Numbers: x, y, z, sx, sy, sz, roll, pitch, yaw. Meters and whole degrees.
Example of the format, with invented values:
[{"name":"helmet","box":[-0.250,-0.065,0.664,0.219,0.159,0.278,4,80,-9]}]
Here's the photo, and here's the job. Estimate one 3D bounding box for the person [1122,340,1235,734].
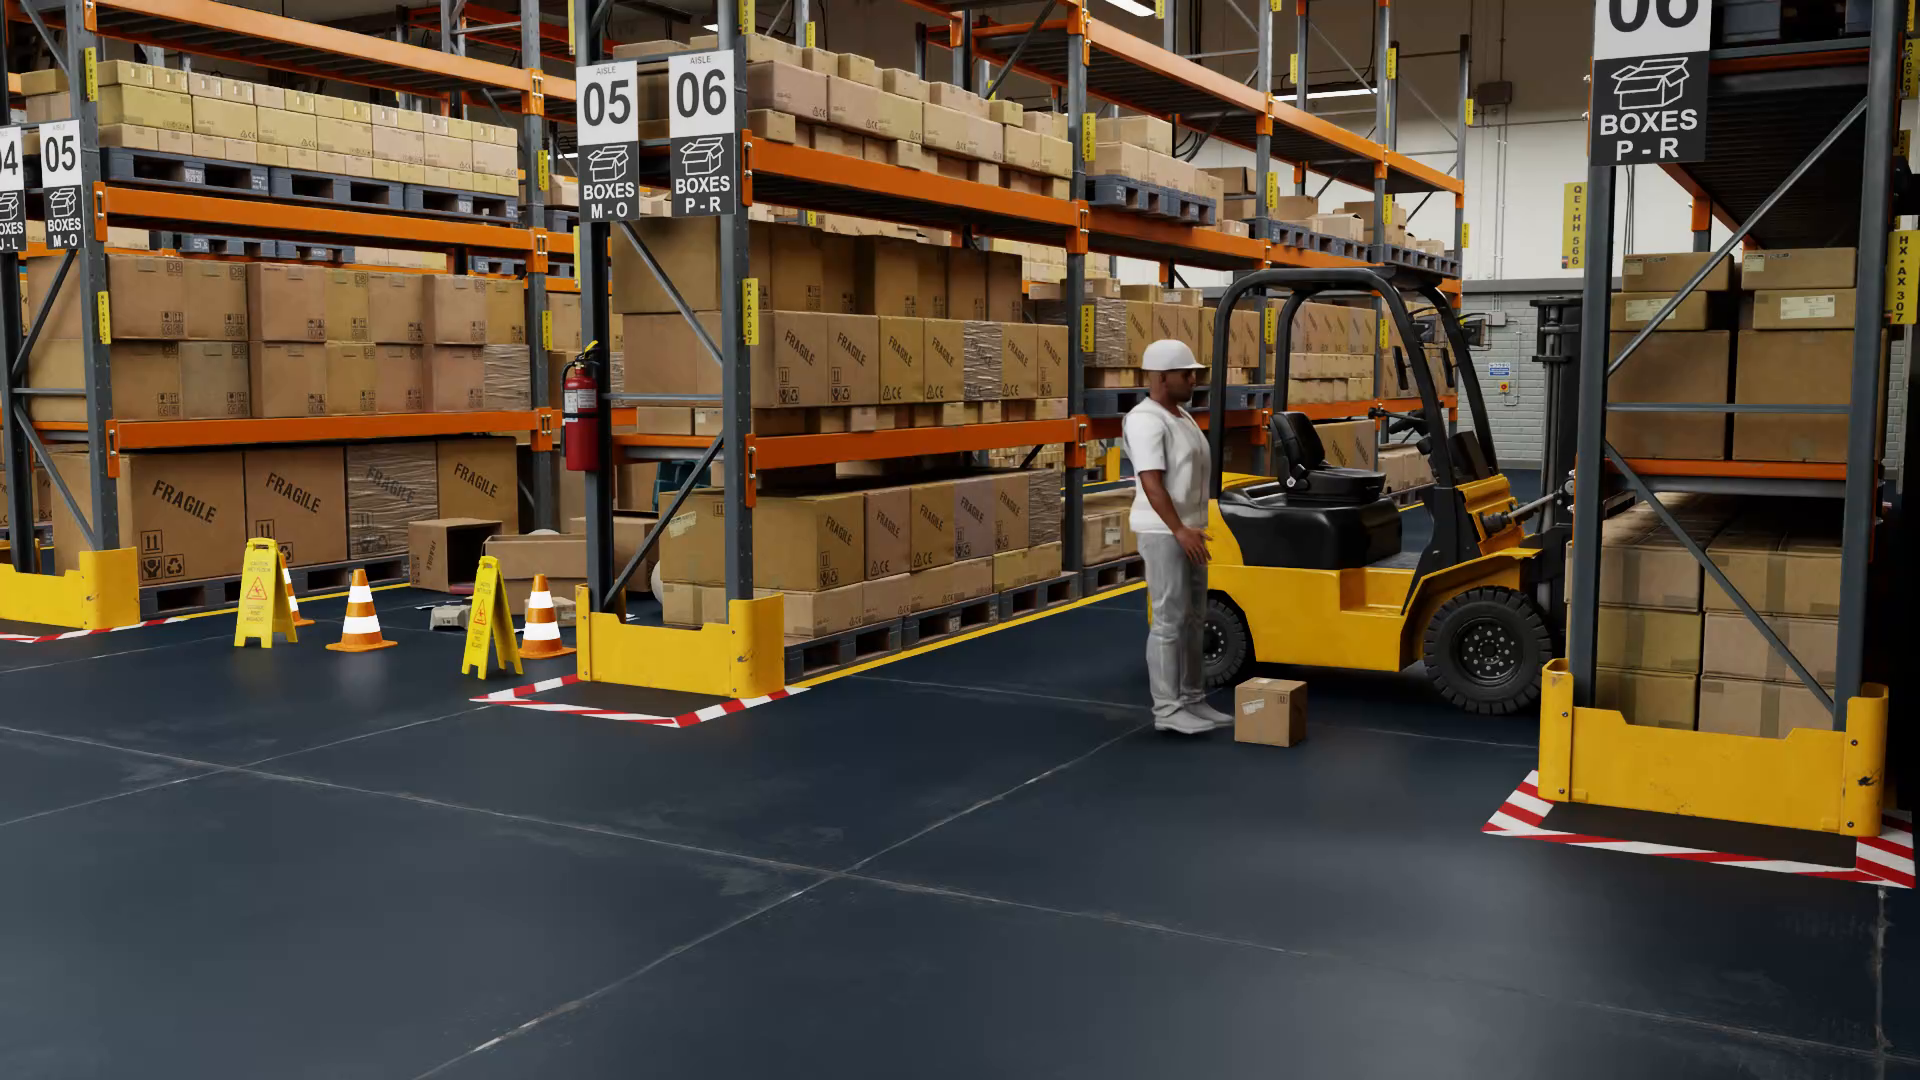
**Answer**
[{"name":"person","box":[1.007,-0.015,7.586,0.474,1.786,0.583,3,7,29]}]
